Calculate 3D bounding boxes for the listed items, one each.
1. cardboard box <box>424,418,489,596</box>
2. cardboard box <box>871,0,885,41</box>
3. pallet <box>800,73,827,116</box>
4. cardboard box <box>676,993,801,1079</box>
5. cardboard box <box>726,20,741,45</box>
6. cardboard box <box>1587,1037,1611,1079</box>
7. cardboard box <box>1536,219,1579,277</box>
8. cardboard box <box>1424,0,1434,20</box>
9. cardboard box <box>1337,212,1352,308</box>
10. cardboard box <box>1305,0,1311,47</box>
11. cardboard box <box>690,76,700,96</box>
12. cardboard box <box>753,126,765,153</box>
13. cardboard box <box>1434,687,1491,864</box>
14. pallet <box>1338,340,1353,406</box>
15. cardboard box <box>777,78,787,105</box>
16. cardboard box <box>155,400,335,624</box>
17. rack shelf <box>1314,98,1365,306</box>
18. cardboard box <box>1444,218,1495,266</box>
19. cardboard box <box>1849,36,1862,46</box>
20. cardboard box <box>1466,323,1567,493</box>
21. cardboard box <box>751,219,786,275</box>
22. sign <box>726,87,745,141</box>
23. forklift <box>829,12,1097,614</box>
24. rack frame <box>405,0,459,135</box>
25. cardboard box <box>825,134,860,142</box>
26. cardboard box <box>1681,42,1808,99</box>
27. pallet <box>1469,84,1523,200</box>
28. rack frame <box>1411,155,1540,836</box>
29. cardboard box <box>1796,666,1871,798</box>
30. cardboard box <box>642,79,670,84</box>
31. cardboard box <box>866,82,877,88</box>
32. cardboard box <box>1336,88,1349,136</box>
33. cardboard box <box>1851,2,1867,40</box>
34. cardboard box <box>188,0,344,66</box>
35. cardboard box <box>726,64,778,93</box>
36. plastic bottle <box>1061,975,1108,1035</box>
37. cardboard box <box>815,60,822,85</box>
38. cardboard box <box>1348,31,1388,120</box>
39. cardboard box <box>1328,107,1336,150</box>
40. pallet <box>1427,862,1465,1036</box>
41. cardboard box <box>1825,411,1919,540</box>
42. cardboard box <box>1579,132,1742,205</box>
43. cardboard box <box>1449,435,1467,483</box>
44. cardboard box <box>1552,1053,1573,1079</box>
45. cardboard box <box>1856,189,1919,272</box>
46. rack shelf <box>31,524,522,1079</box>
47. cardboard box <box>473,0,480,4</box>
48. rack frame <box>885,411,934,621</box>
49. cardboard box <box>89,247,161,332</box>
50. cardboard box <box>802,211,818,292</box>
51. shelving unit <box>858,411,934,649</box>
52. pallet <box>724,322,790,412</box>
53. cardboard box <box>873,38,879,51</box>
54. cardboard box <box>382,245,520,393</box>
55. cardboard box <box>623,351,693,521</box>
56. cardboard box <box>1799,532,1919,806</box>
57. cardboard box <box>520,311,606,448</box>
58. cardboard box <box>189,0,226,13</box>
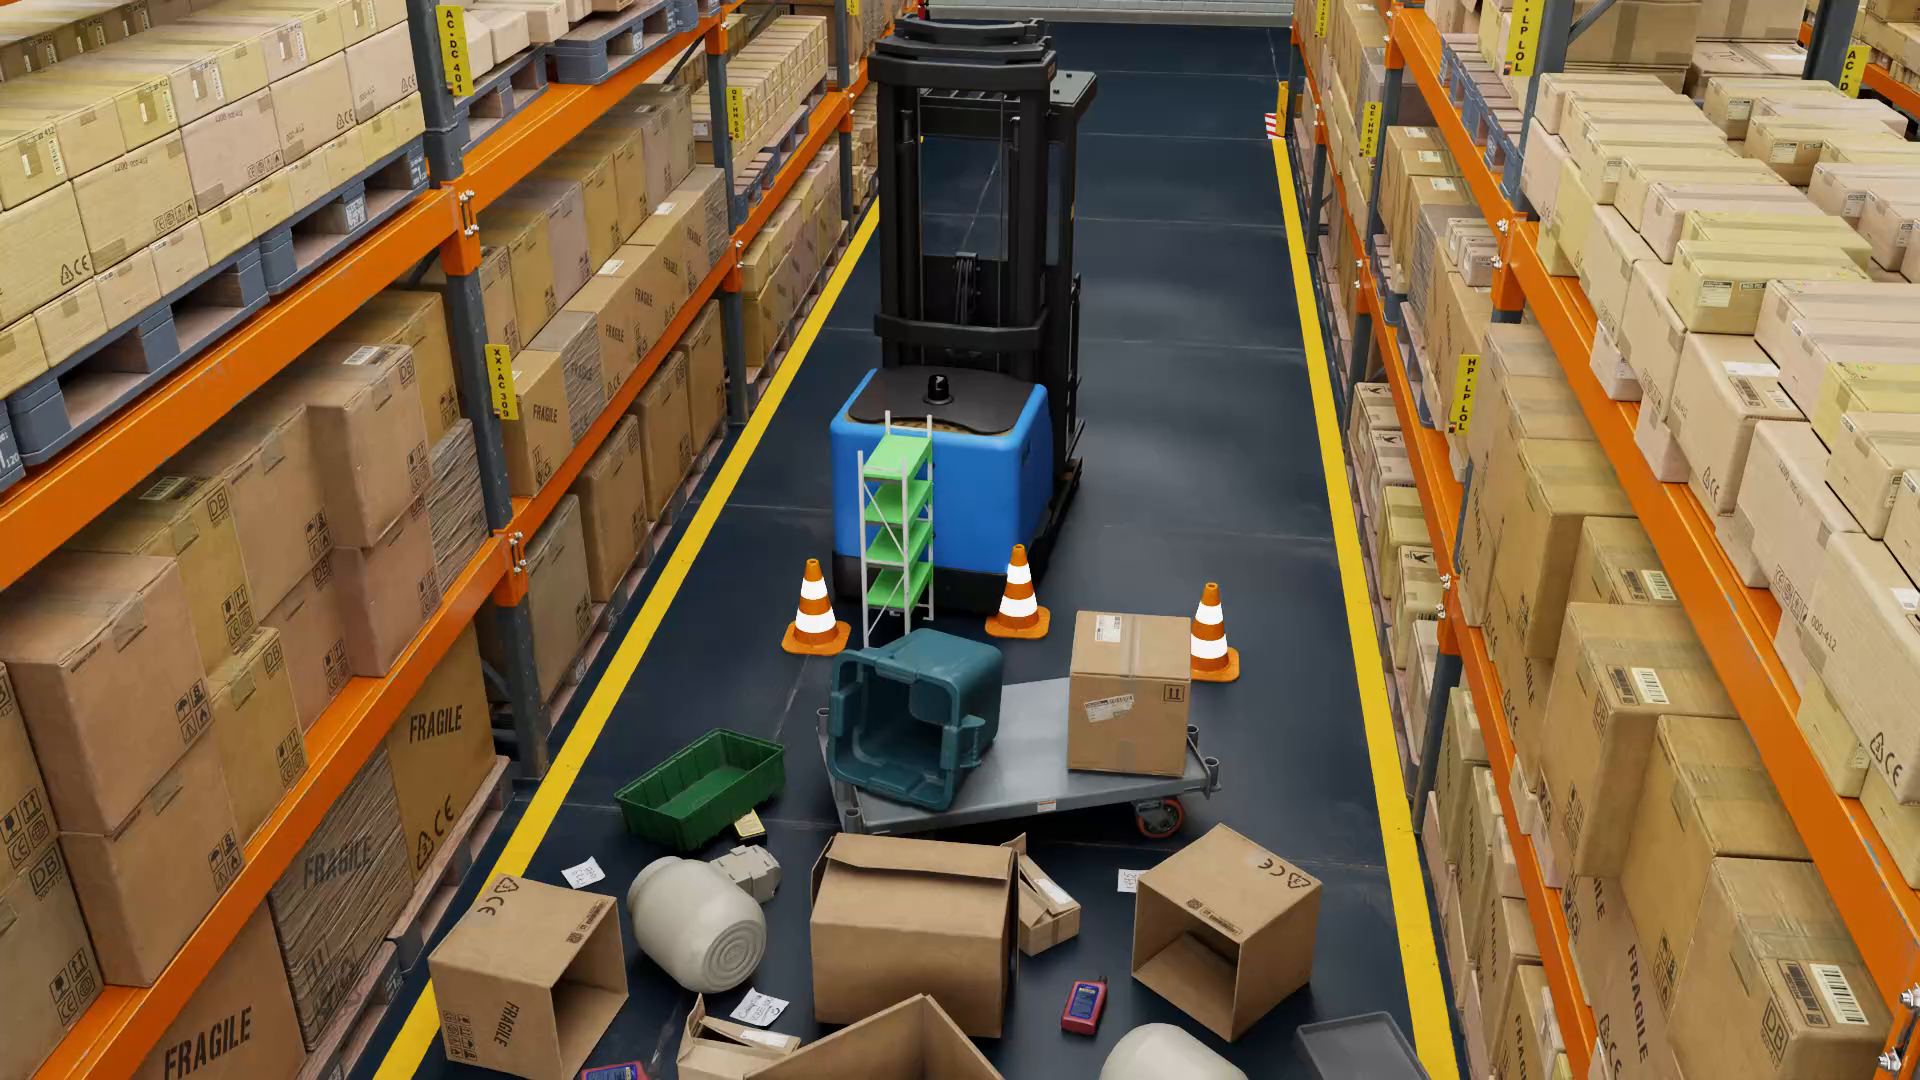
[{"bbox_3d":[-2.454,-0.150,6.707,0.875,0.550,0.550,3,28,6],"label":"cardboard box"},{"bbox_3d":[-0.979,-4.886,15.237,0.500,0.500,0.500,3,28,5],"label":"cardboard box"},{"bbox_3d":[-1.678,-3.588,13.450,1.003,0.211,1.213,3,28,6],"label":"pallet"},{"bbox_3d":[-0.803,1.862,6.015,0.396,0.266,0.258,8,29,15],"label":"cardboard box"},{"bbox_3d":[-1.973,-4.070,13.336,0.380,0.149,0.250,4,29,8],"label":"cardboard box"},{"bbox_3d":[1.823,1.419,4.219,0.380,0.149,0.250,4,29,7],"label":"cardboard box"},{"bbox_3d":[2.133,-0.976,5.501,0.380,0.149,0.250,3,28,6],"label":"cardboard box"},{"bbox_3d":[2.787,-2.973,9.207,0.380,0.149,0.250,3,28,6],"label":"cardboard box"},{"bbox_3d":[3.385,-2.311,12.675,0.875,0.875,0.875,4,29,8],"label":"cardboard box"},{"bbox_3d":[3.472,-4.787,15.367,0.500,0.500,0.500,4,29,8],"label":"cardboard box"},{"bbox_3d":[-2.135,-3.334,12.285,0.380,0.149,0.250,3,28,5],"label":"cardboard box"},{"bbox_3d":[-1.578,-2.795,11.597,0.380,0.149,0.250,5,29,9],"label":"cardboard box"},{"bbox_3d":[2.164,0.939,6.509,0.500,0.500,0.500,5,29,9],"label":"cardboard box"},{"bbox_3d":[3.166,-1.040,11.458,1.003,0.211,1.213,3,28,6],"label":"pallet"},{"bbox_3d":[-1.486,-3.296,12.213,0.380,0.149,0.250,4,29,8],"label":"cardboard box"},{"bbox_3d":[-2.655,-0.116,5.506,0.875,0.550,0.550,3,28,6],"label":"cardboard box"},{"bbox_3d":[3.240,-2.526,12.034,1.077,0.370,4.000,3,28,6],"label":"rack shelf"},{"bbox_3d":[2.419,-1.350,7.547,0.380,0.149,0.250,2,28,4],"label":"cardboard box"},{"bbox_3d":[8.382,-4.527,15.255,0.380,0.149,0.250,3,28,5],"label":"cardboard box"},{"bbox_3d":[2.235,-0.439,5.928,0.700,0.500,0.500,3,28,6],"label":"cardboard box"},{"bbox_3d":[-1.544,-2.105,11.896,0.500,0.250,0.500,3,28,6],"label":"cardboard box"},{"bbox_3d":[-1.379,-2.620,10.230,0.100,0.325,0.005,3,28,6],"label":"sign"},{"bbox_3d":[0.146,-1.578,9.589,1.130,2.935,3.031,6,29,12],"label":"forklift"},{"bbox_3d":[-2.421,-2.899,5.644,1.000,3.000,0.127,3,28,6],"label":"rack frame"},{"bbox_3d":[-1.118,-3.614,15.231,0.380,0.149,0.250,3,28,5],"label":"cardboard box"},{"bbox_3d":[2.974,-1.709,6.313,0.500,0.250,0.500,3,28,5],"label":"cardboard box"},{"bbox_3d":[2.686,-1.540,6.482,1.213,0.211,1.003,3,28,6],"label":"pallet"},{"bbox_3d":[2.504,-0.018,6.621,1.000,3.000,0.127,3,28,6],"label":"rack frame"},{"bbox_3d":[1.778,0.352,3.037,0.380,0.149,0.250,4,29,7],"label":"cardboard box"},{"bbox_3d":[-2.231,-3.102,11.540,0.380,0.149,0.250,4,29,8],"label":"cardboard box"},{"bbox_3d":[-0.757,-4.590,17.044,0.380,0.149,0.250,3,28,5],"label":"cardboard box"},{"bbox_3d":[2.967,-3.026,11.835,0.500,0.250,0.500,3,28,5],"label":"cardboard box"},{"bbox_3d":[8.458,-4.771,15.287,0.500,0.250,0.500,3,28,5],"label":"cardboard box"},{"bbox_3d":[-2.211,-1.620,5.308,0.380,0.149,0.250,3,28,6],"label":"cardboard box"},{"bbox_3d":[-1.522,-3.302,11.912,0.380,0.149,0.250,4,29,8],"label":"cardboard box"},{"bbox_3d":[0.485,1.774,6.393,0.133,0.061,0.283,8,29,15],"label":"plastic bottle"},{"bbox_3d":[-1.324,-3.777,13.421,0.380,0.149,0.250,4,29,6],"label":"cardboard box"},{"bbox_3d":[2.920,-3.119,11.217,0.500,0.500,0.500,3,28,6],"label":"cardboard box"},{"bbox_3d":[3.028,-3.042,12.392,0.500,0.250,0.500,3,28,6],"label":"cardboard box"},{"bbox_3d":[2.457,1.528,6.692,1.003,0.211,1.213,3,28,6],"label":"pallet"},{"bbox_3d":[1.846,-0.113,3.058,0.380,0.149,0.250,3,28,6],"label":"cardboard box"},{"bbox_3d":[2.039,-1.080,4.853,0.380,0.149,0.250,3,28,6],"label":"cardboard box"},{"bbox_3d":[2.294,-0.351,7.060,0.380,0.149,0.250,4,29,7],"label":"cardboard box"},{"bbox_3d":[1.866,1.588,4.622,0.380,0.149,0.250,4,29,7],"label":"cardboard box"},{"bbox_3d":[2.590,-0.803,4.339,0.380,0.149,0.250,4,29,7],"label":"cardboard box"},{"bbox_3d":[-2.666,1.000,5.490,1.077,0.370,4.000,3,28,6],"label":"rack shelf"},{"bbox_3d":[-2.424,-2.606,7.808,0.500,0.311,0.500,2,28,4],"label":"cardboard box"},{"bbox_3d":[-0.260,-0.111,8.691,0.240,1.200,0.015,6,29,12],"label":"rack frame"},{"bbox_3d":[-2.365,-0.671,4.387,0.380,0.149,0.250,4,29,7],"label":"cardboard box"},{"bbox_3d":[-1.411,-2.263,12.980,0.500,0.500,0.500,3,28,5],"label":"cardboard box"},{"bbox_3d":[-0.317,0.001,8.482,0.258,1.200,0.503,6,29,12],"label":"shelving unit"},{"bbox_3d":[-1.833,-1.281,11.906,1.003,0.211,1.213,3,28,6],"label":"pallet"},{"bbox_3d":[-0.968,-4.650,15.484,0.380,0.149,0.250,5,29,8],"label":"cardboard box"},{"bbox_3d":[-2.366,-0.976,7.240,0.700,0.500,0.500,3,28,5],"label":"cardboard box"},{"bbox_3d":[-2.198,-0.642,9.709,1.050,0.750,0.750,4,29,7],"label":"cardboard box"},{"bbox_3d":[1.810,0.223,2.856,0.500,0.250,0.500,3,28,6],"label":"cardboard box"},{"bbox_3d":[-2.028,-0.772,7.915,0.500,0.500,0.500,4,29,7],"label":"cardboard box"},{"bbox_3d":[-2.803,-1.897,5.821,0.380,0.149,0.250,4,29,7],"label":"cardboard box"}]
